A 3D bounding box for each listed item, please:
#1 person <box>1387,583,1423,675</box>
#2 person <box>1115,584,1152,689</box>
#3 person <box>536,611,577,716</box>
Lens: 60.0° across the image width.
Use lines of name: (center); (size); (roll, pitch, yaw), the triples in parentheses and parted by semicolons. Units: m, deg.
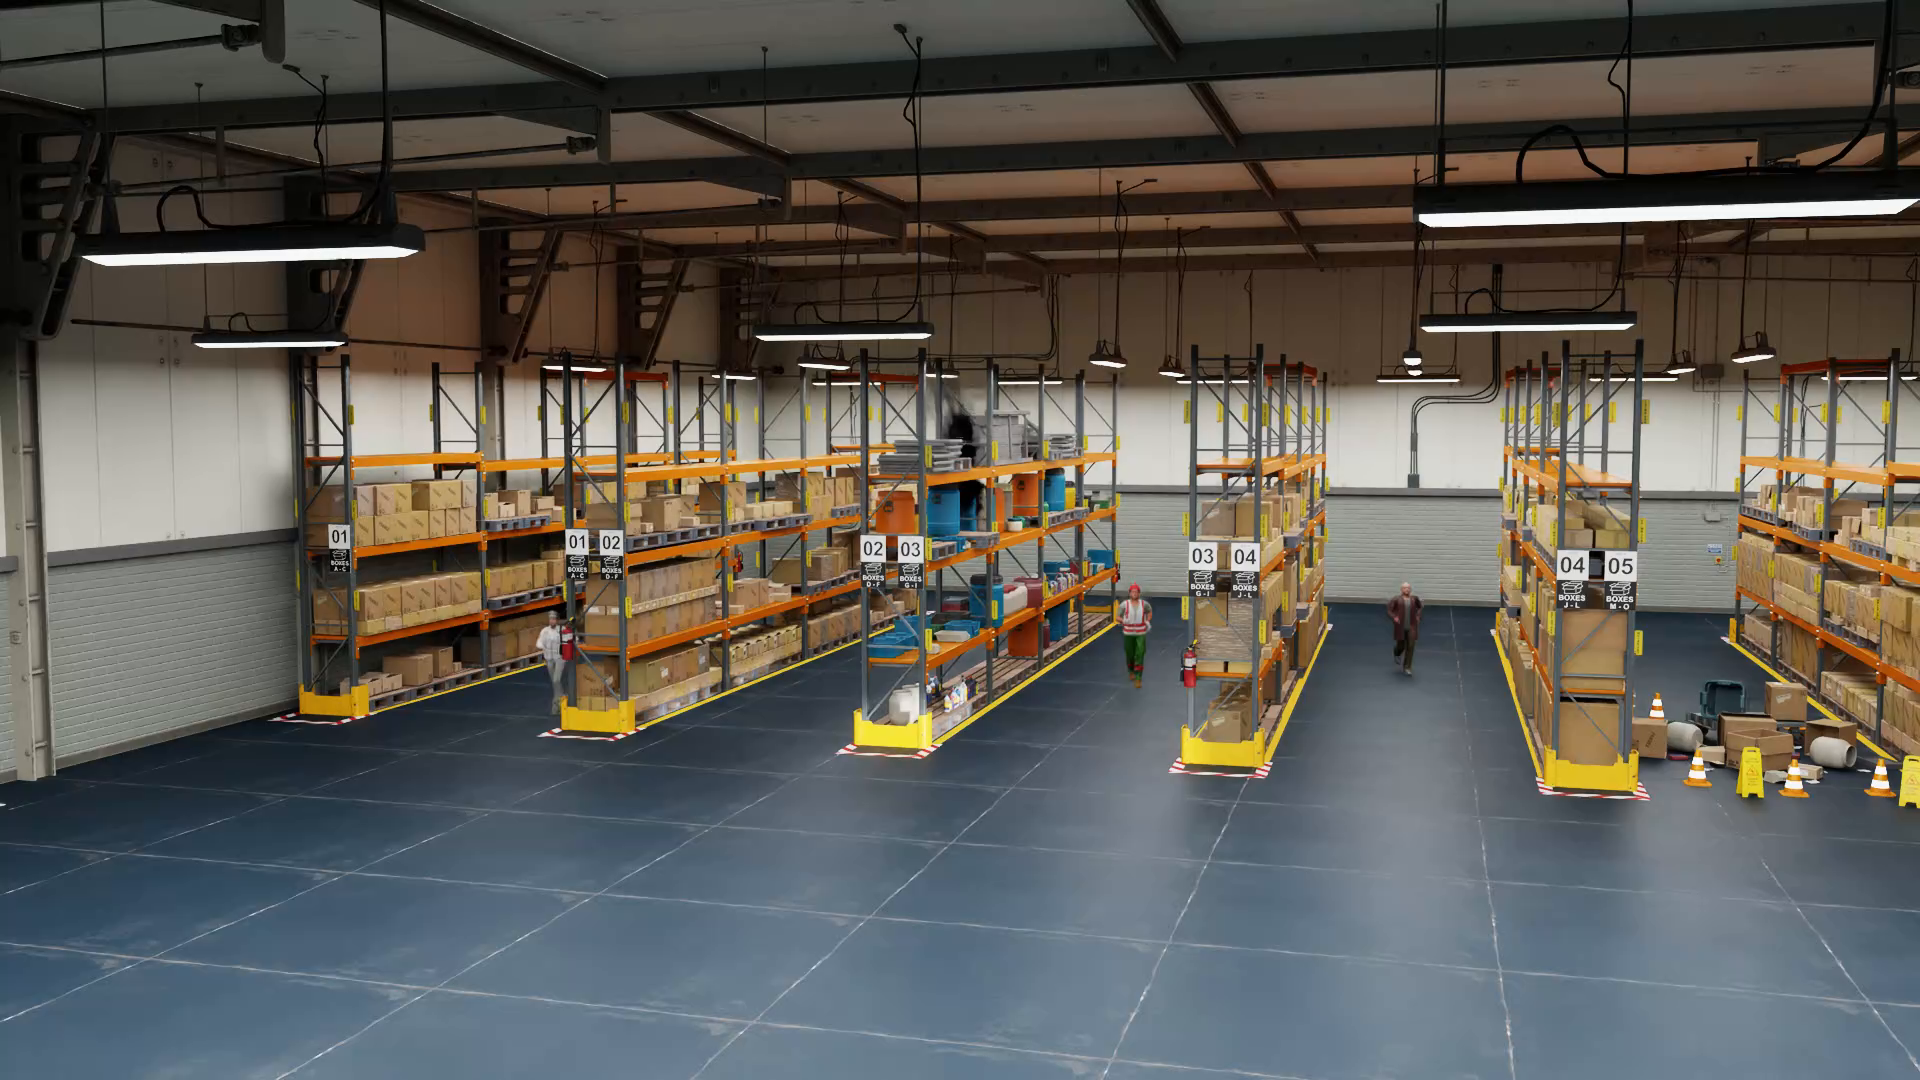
person: (8.666, 1.705, 32.366); (0.710, 1.764, 0.918); (0, 4, 3)
person: (3.061, 1.664, 29.229); (0.657, 1.776, 0.968); (0, 4, 3)
person: (-6.839, 2.046, 28.101); (0.598, 1.743, 0.780); (1, 4, 10)
